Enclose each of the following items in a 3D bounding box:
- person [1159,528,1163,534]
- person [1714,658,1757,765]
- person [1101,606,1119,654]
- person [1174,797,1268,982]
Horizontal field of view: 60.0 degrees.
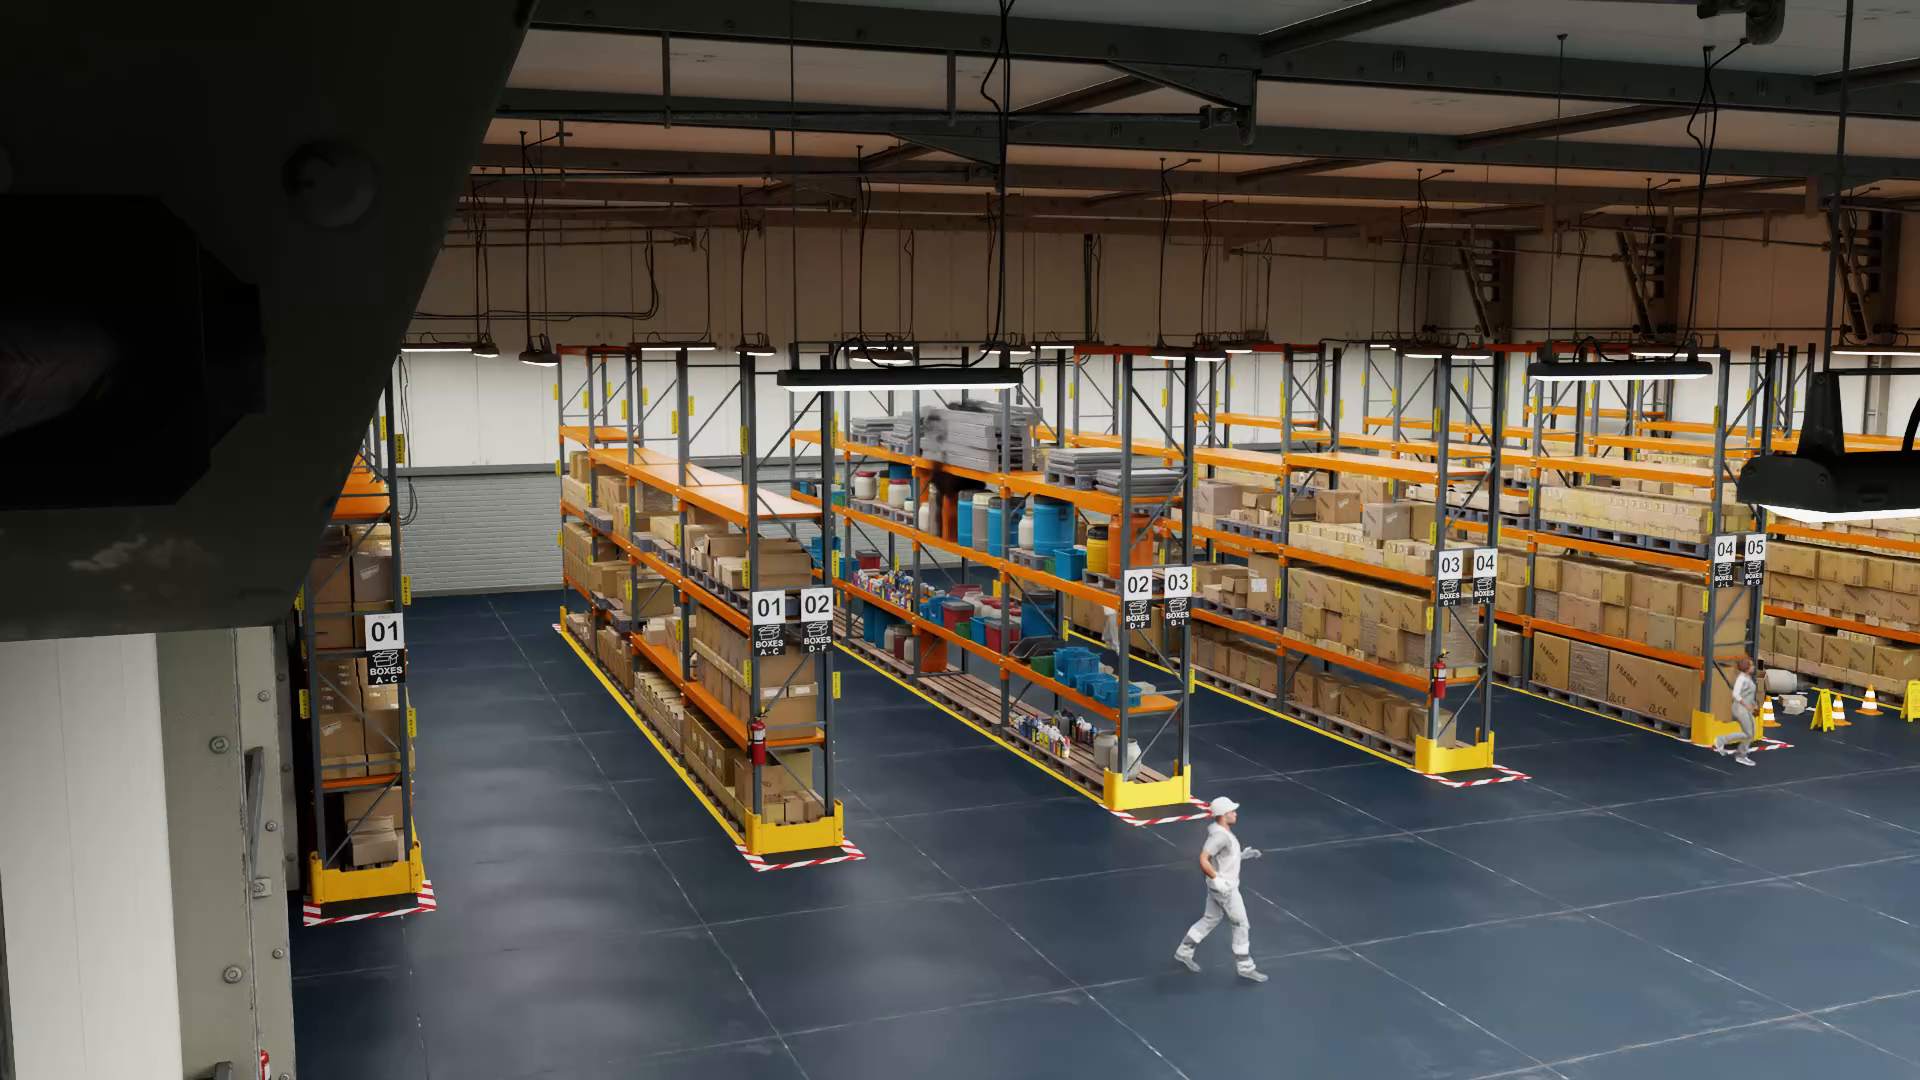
[{"bbox_3d":[4.696,0.530,39.216,0.657,1.693,0.887,-1,7,-7],"label":"person"},{"bbox_3d":[11.359,2.491,24.289,0.572,1.569,0.577,4,9,31],"label":"person"},{"bbox_3d":[2.880,1.192,31.105,0.695,1.820,0.974,-4,8,-27],"label":"person"},{"bbox_3d":[2.544,3.374,16.128,0.905,1.803,0.663,0,7,0],"label":"person"}]
